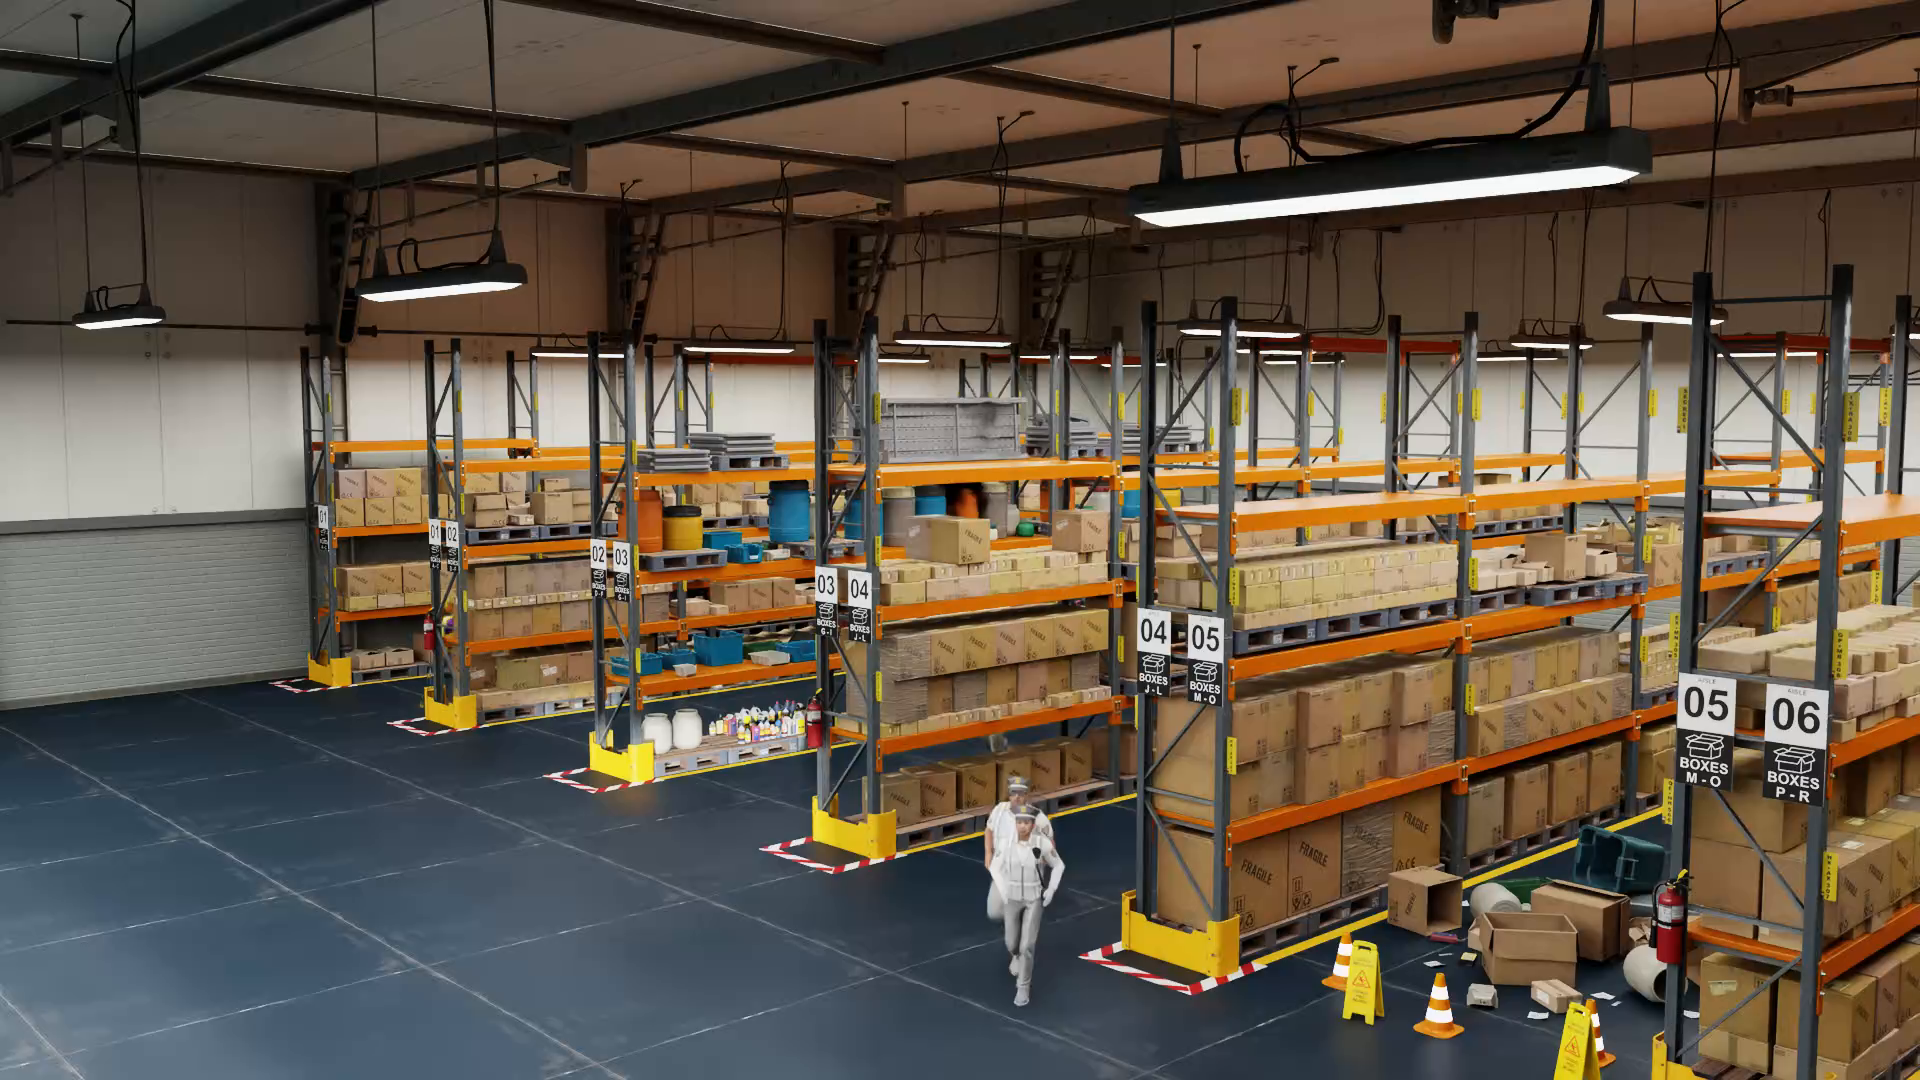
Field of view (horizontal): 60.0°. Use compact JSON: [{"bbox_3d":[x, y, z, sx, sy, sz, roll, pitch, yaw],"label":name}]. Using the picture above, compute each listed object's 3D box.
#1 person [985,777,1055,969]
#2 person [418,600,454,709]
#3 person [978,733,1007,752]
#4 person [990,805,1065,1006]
[{"bbox_3d":[0.494,2.983,15.008,0.693,1.742,0.524,2,5,23],"label":"person"},{"bbox_3d":[-8.651,1.874,27.749,0.671,1.757,1.093,4,6,36],"label":"person"},{"bbox_3d":[0.497,2.290,22.909,0.726,1.736,0.633,5,7,43],"label":"person"},{"bbox_3d":[0.576,3.082,14.315,0.644,1.686,0.672,1,5,10],"label":"person"}]
